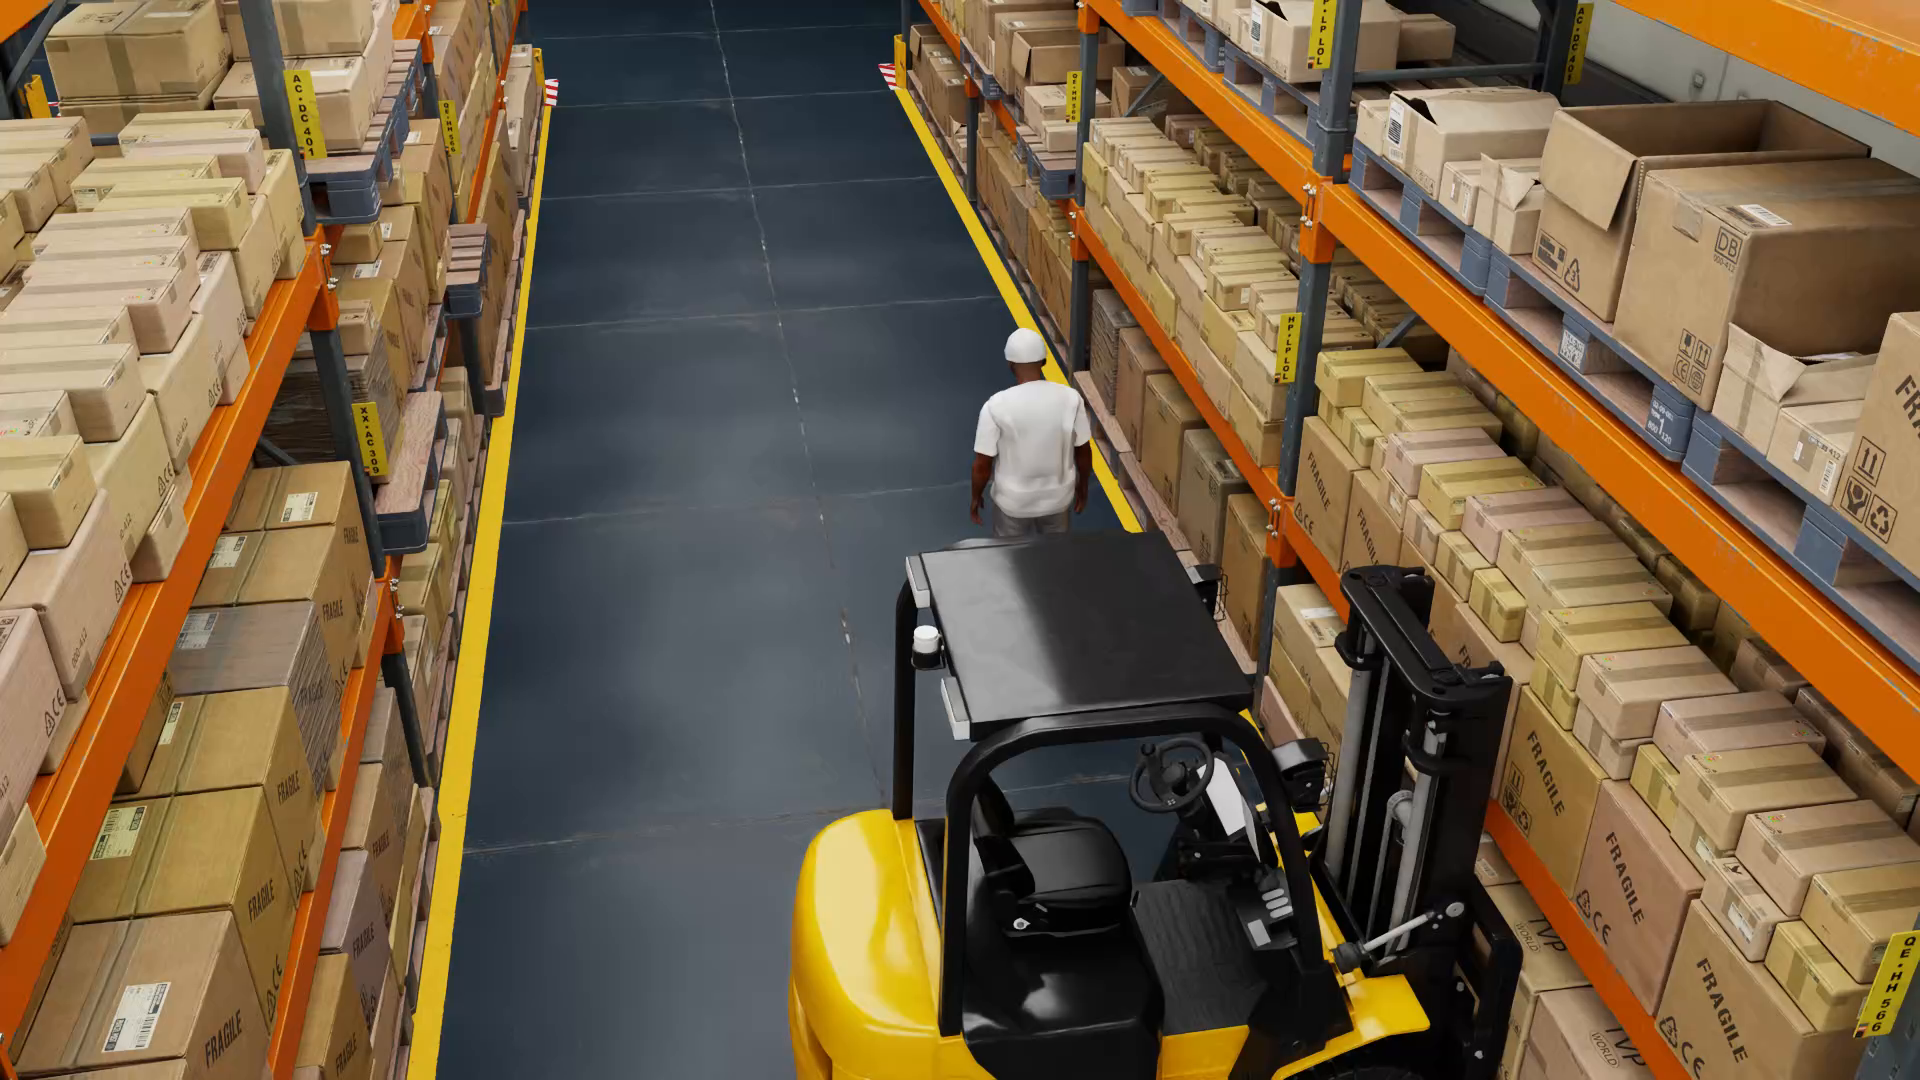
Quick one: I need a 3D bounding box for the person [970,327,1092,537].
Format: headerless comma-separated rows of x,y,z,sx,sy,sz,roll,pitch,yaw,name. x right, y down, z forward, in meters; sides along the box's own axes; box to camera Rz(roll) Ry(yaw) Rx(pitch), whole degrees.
0.362,-0.244,8.533,0.637,1.761,0.460,-6,31,-10,person
